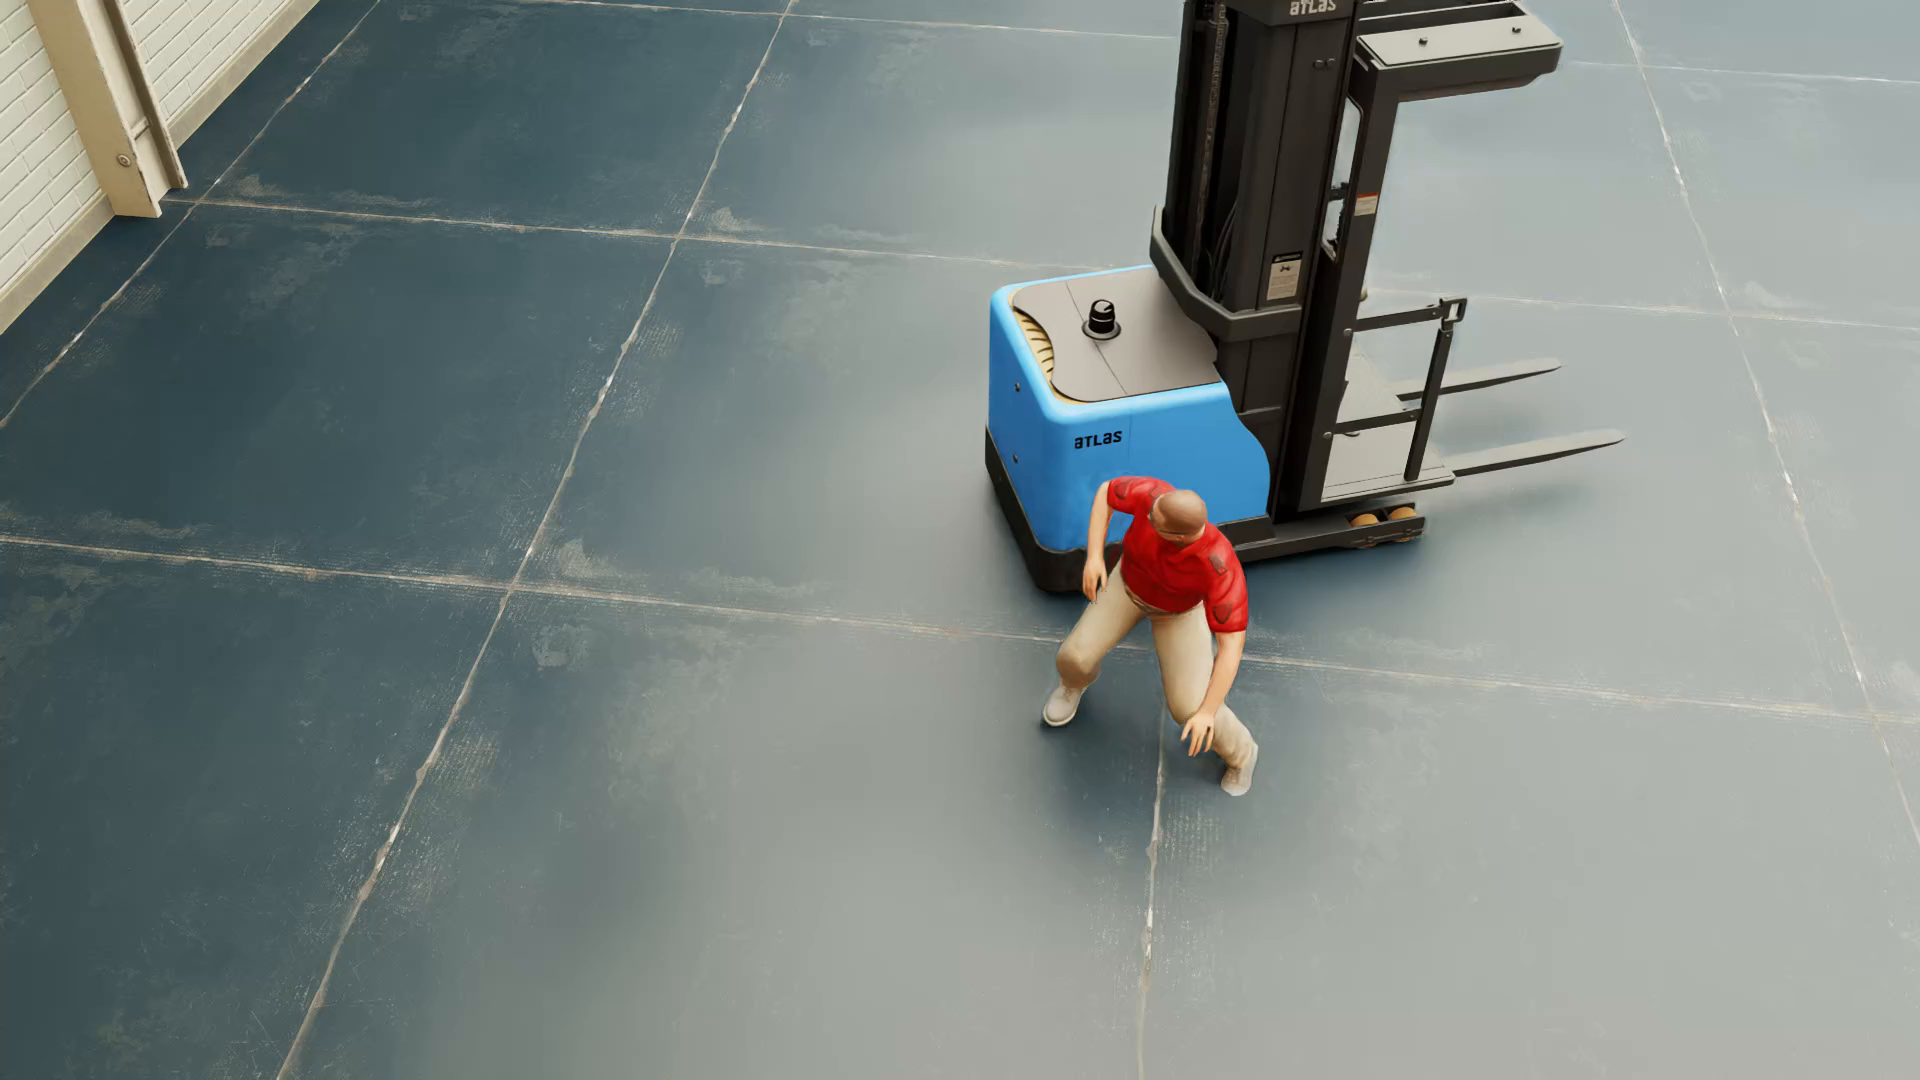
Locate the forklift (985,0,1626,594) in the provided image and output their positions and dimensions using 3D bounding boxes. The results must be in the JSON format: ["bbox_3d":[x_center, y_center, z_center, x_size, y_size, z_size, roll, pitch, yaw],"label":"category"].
[{"bbox_3d":[1.697,-1.376,7.222,3.031,2.935,1.130,-10,43,-11],"label":"forklift"}]

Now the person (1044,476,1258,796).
[{"bbox_3d":[0.782,0.365,6.462,0.909,1.523,0.773,24,48,24],"label":"person"}]
